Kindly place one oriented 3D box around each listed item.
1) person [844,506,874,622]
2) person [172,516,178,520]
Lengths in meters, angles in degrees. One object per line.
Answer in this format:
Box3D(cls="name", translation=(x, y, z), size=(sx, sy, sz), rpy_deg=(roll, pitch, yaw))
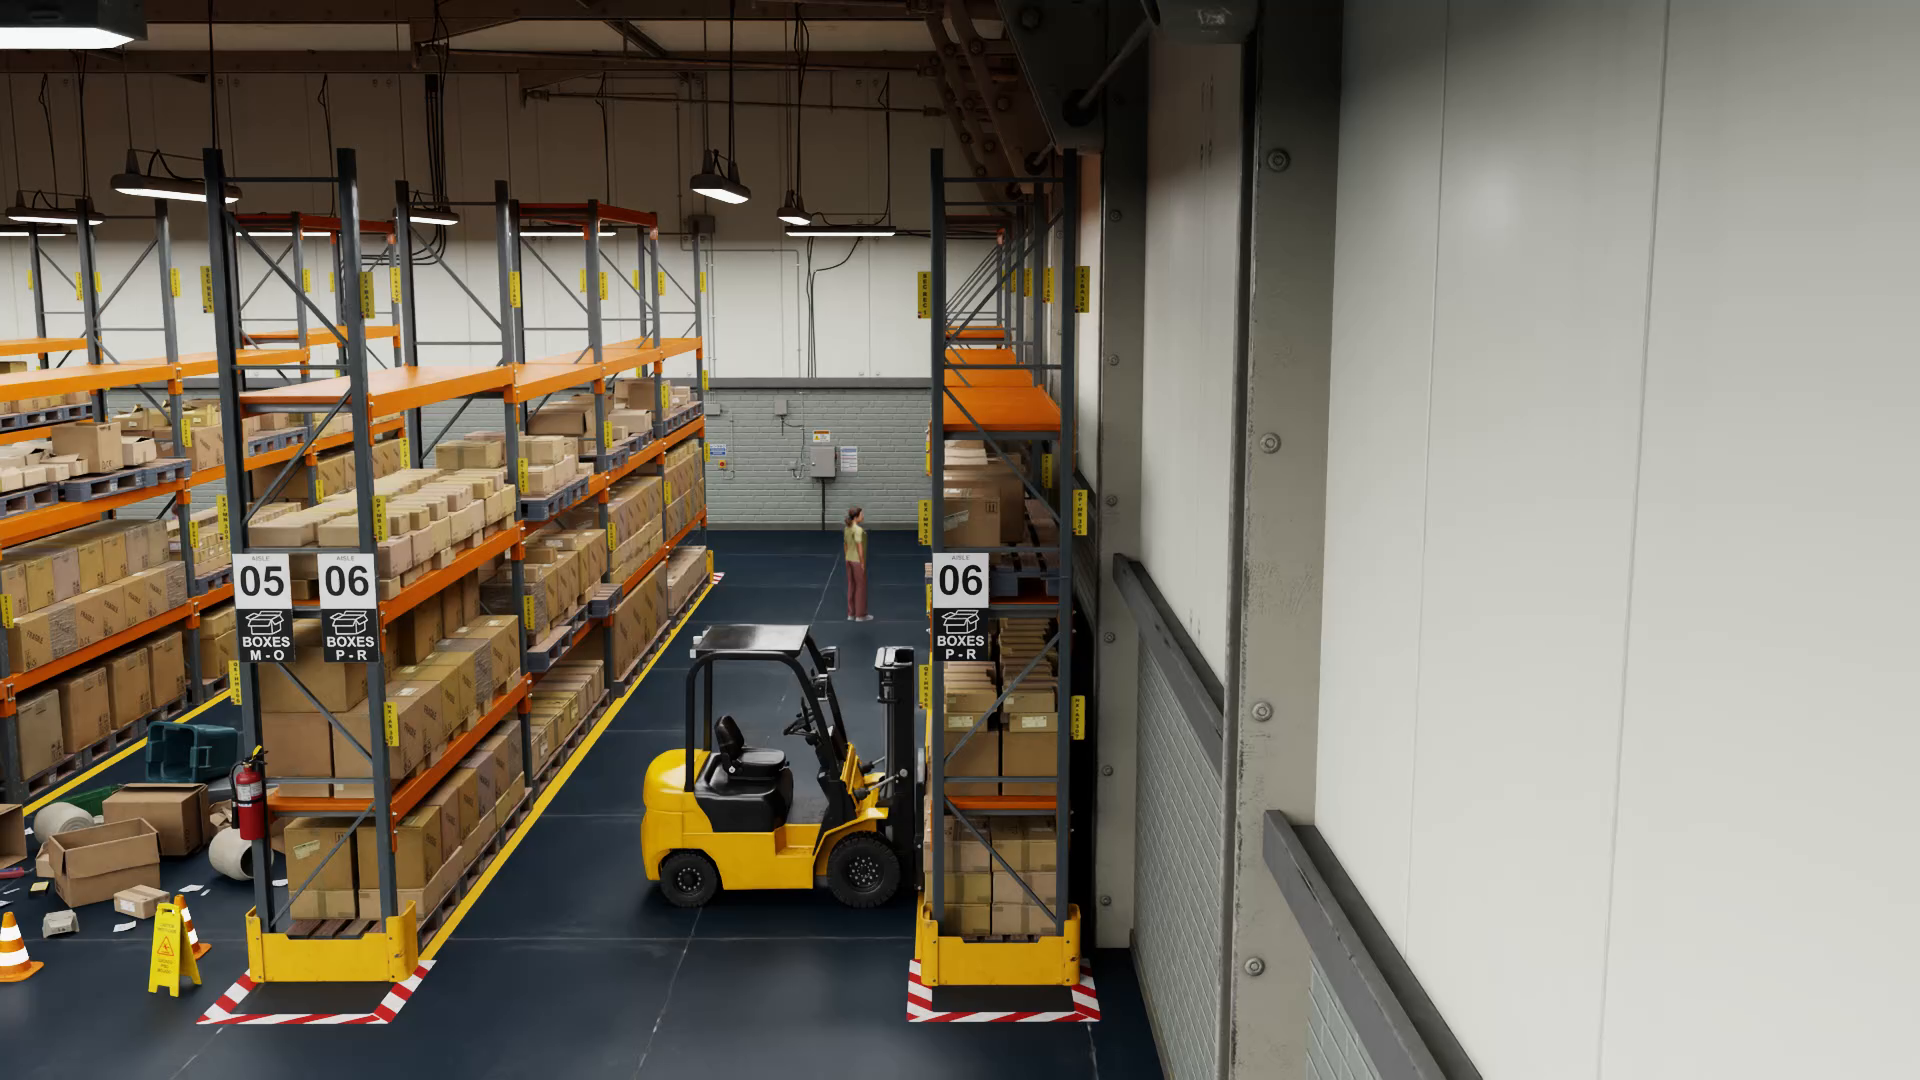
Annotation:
Box3D(cls="person", translation=(-1.483, 0.342, 24.158), size=(0.388, 1.673, 0.498), rpy_deg=(-6, 11, -35))
Box3D(cls="person", translation=(-12.214, 0.306, 26.153), size=(0.363, 1.375, 0.363), rpy_deg=(-4, 10, -21))
